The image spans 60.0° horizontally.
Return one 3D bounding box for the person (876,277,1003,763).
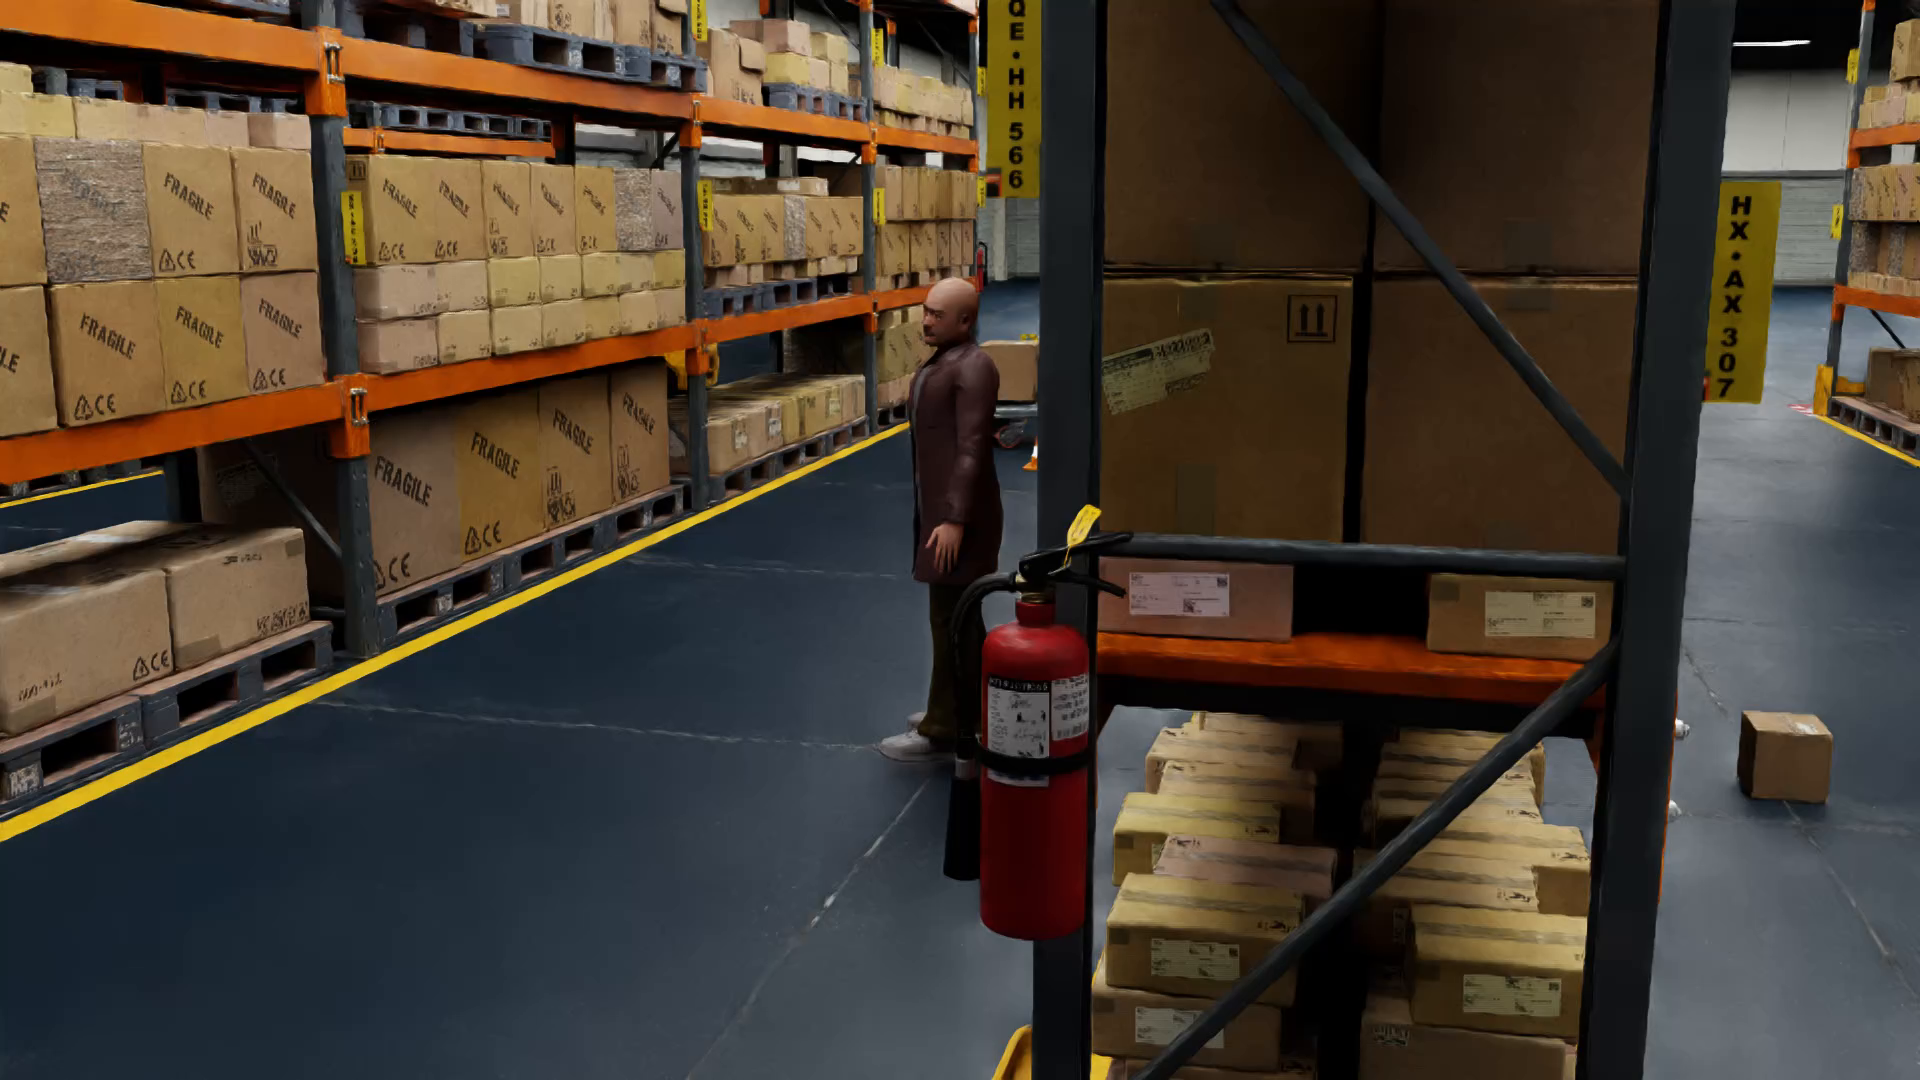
[{"bbox_3d":[-0.087,-0.070,6.170,0.517,1.790,0.650,-3,12,-13],"label":"person"}]
